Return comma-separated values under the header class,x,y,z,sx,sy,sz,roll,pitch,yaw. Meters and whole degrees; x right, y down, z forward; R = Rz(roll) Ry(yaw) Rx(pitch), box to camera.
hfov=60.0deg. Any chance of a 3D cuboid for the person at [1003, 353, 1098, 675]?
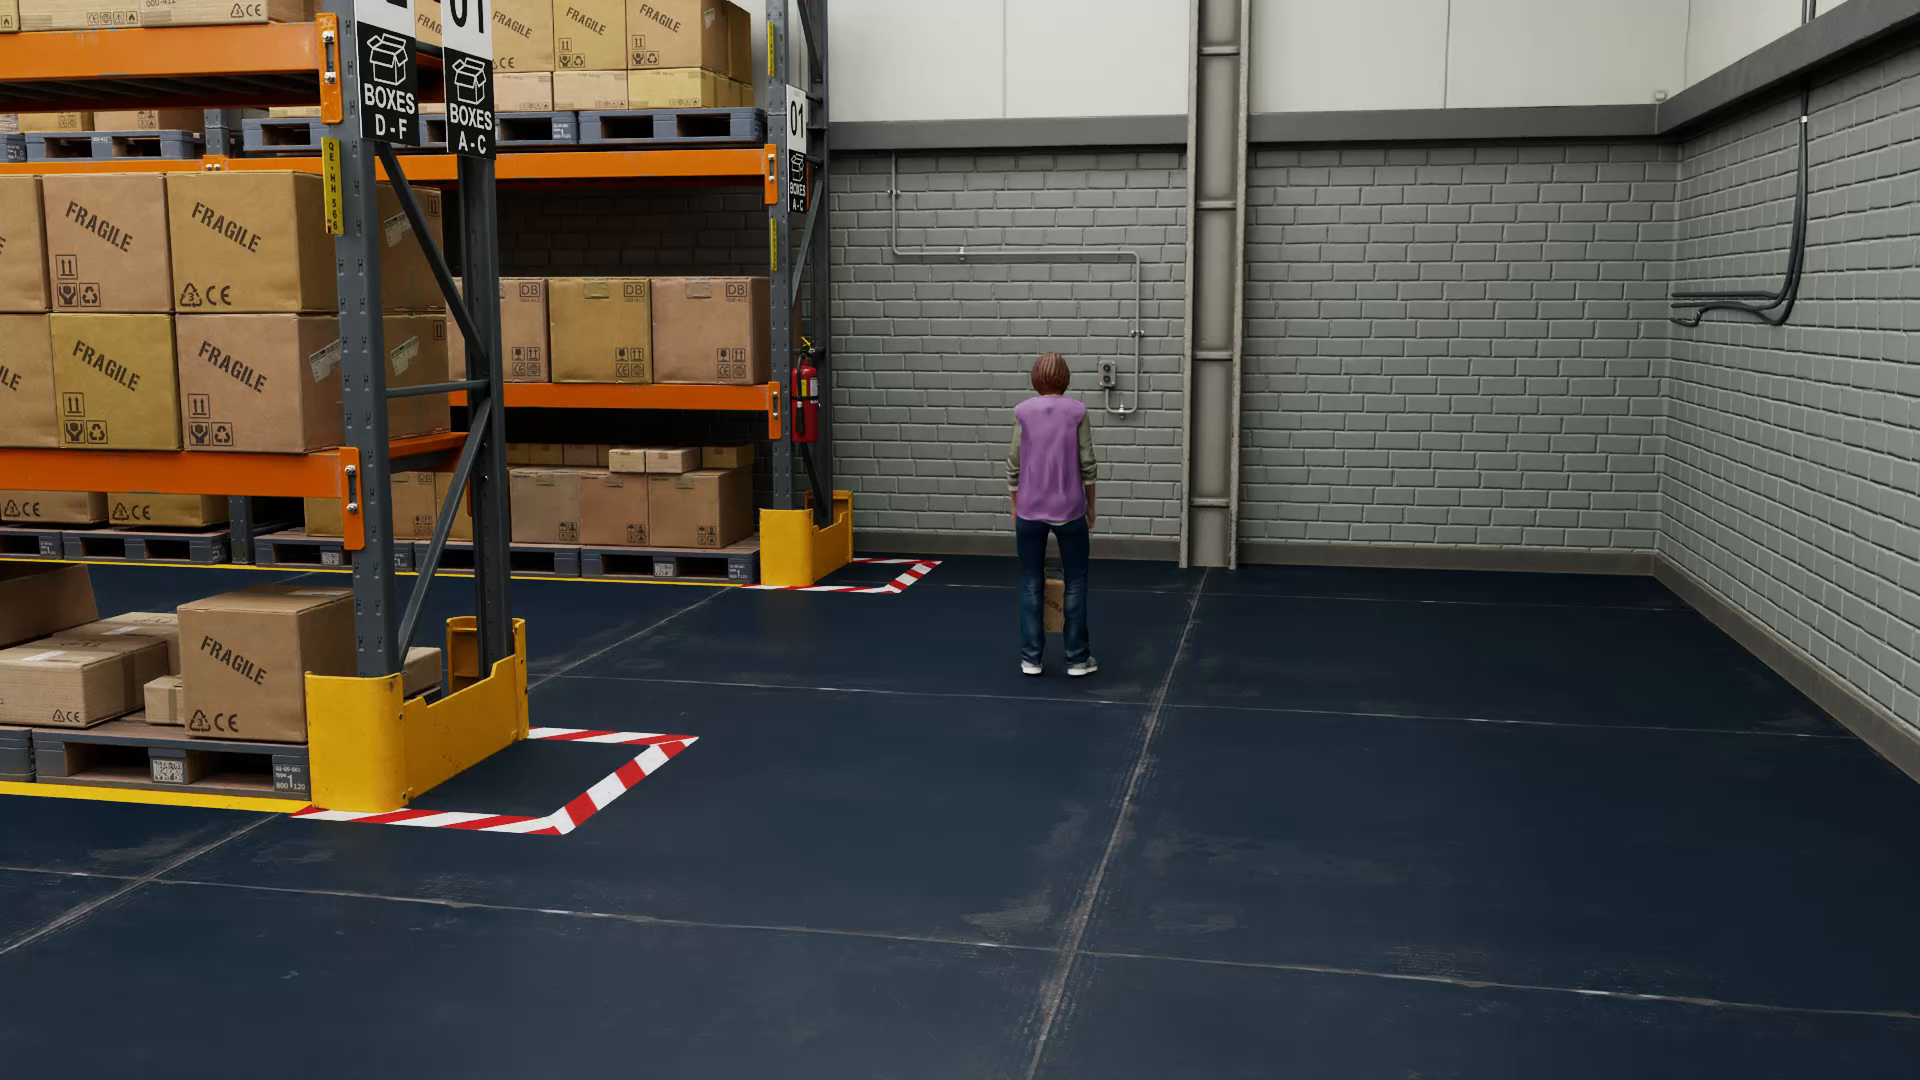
class,x,y,z,sx,sy,sz,roll,pitch,yaw
person,0.449,-0.122,8.217,0.475,1.592,0.348,1,8,10
